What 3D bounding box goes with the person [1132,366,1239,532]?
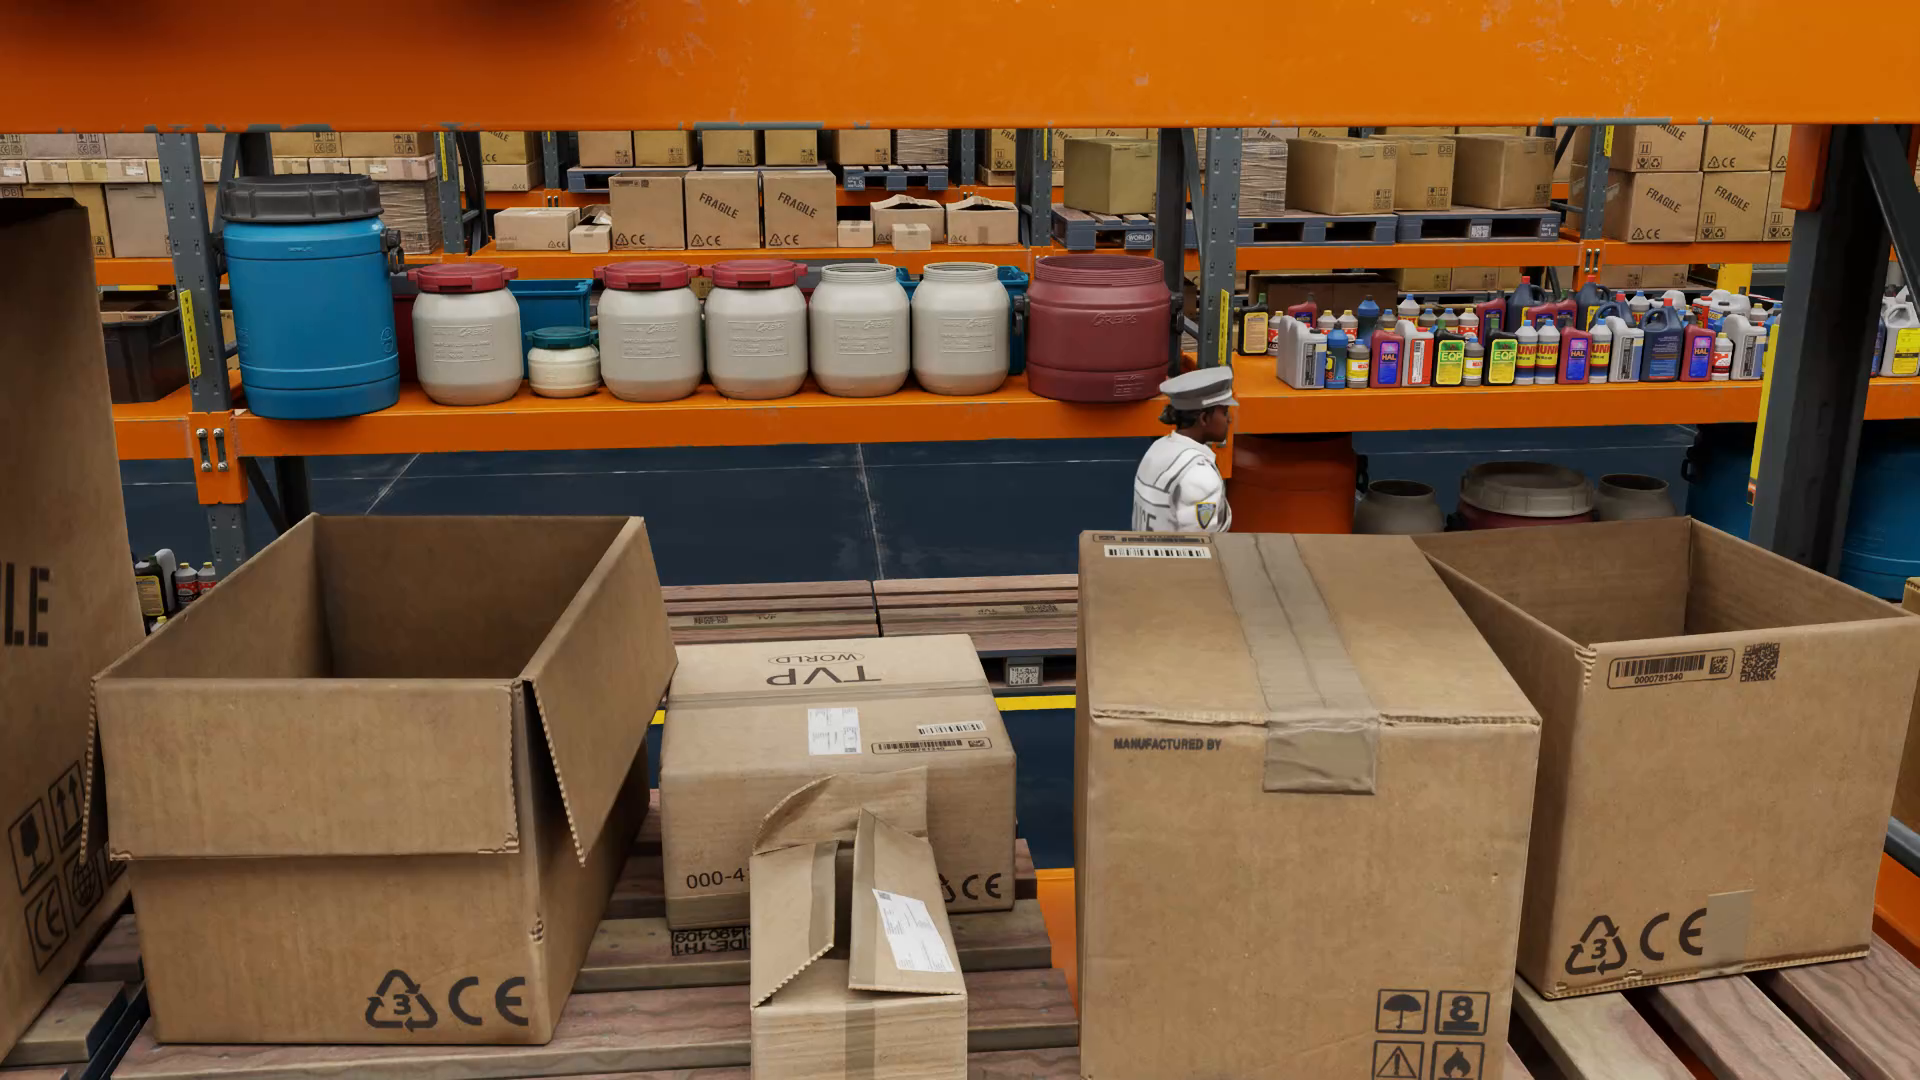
[{"bbox_3d":[0.789,0.235,5.734,0.389,1.678,0.486,-2,17,-7],"label":"person"}]
